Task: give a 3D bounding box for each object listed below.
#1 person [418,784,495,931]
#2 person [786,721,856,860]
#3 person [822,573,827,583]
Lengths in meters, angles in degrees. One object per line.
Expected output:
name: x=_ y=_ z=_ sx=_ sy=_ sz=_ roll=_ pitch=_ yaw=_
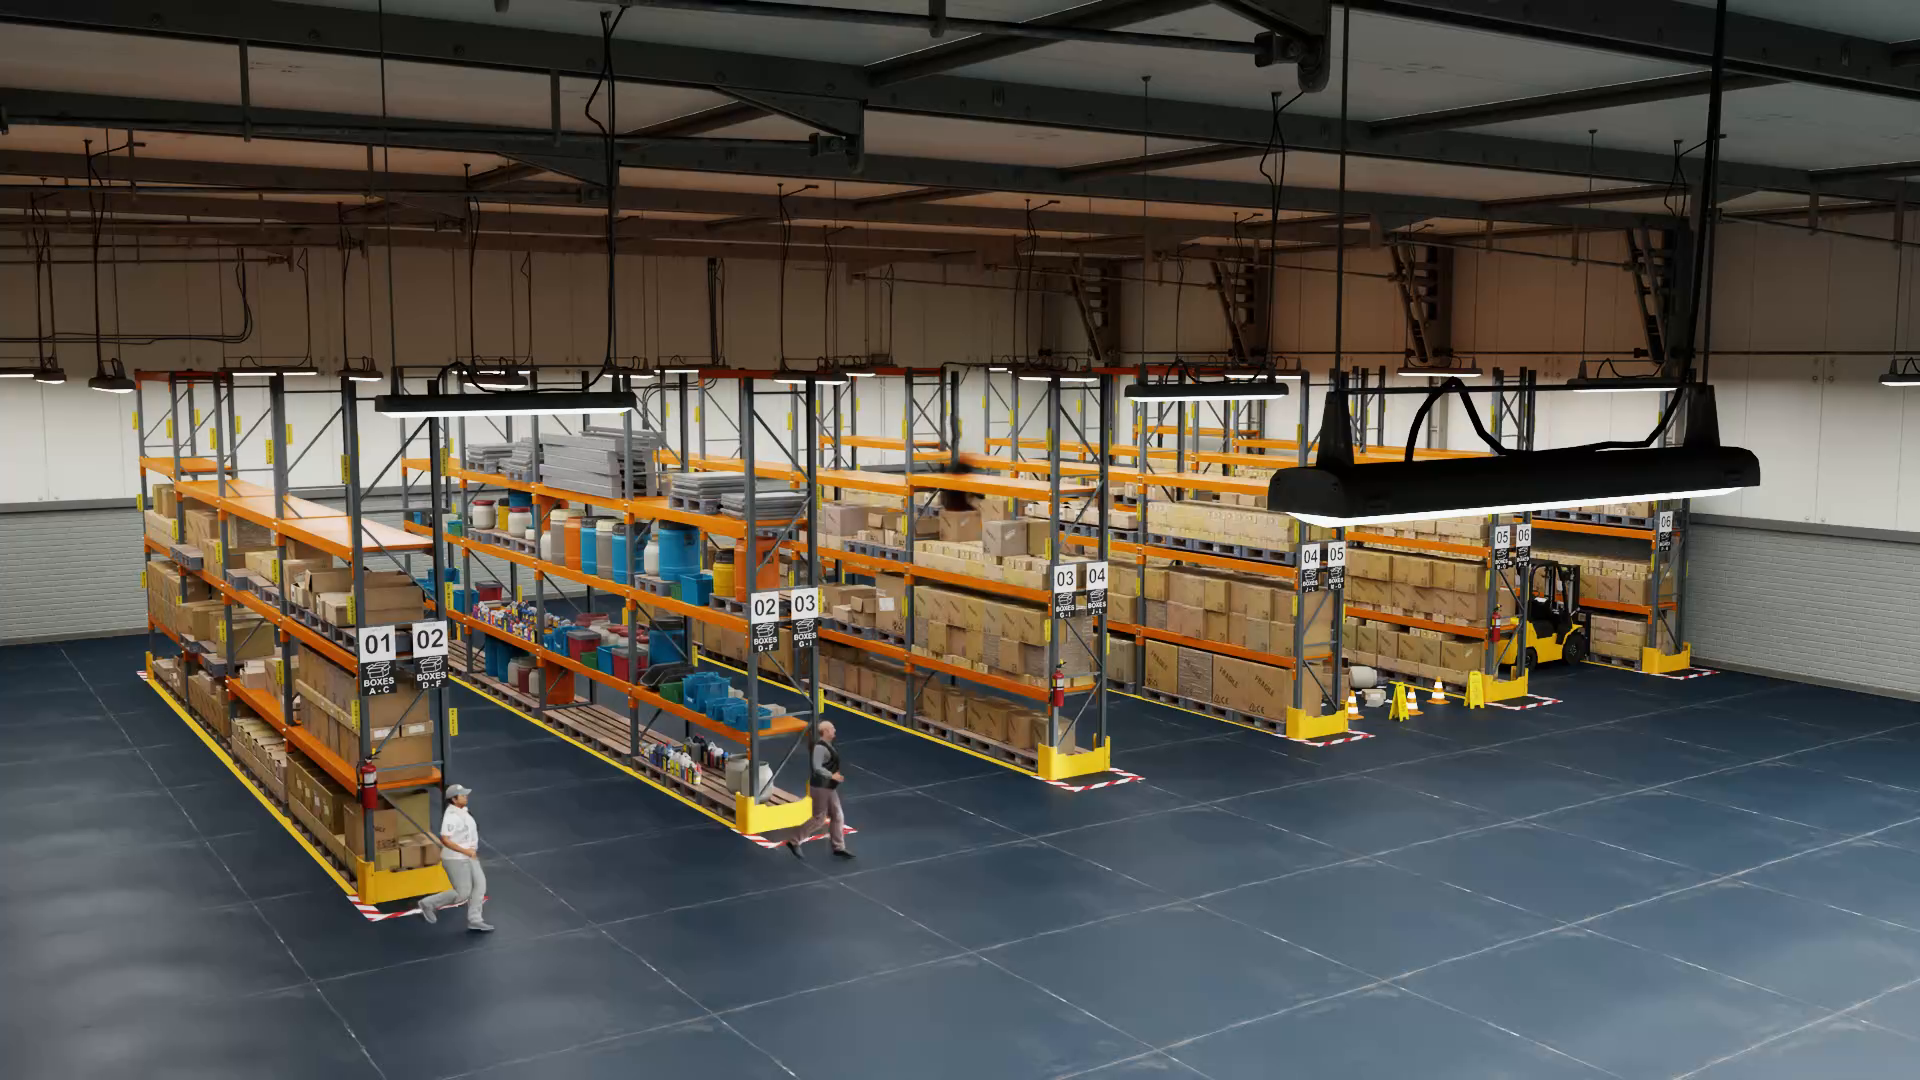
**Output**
person: x=-5.519 y=3.485 z=18.217 sx=0.794 sy=1.649 sz=0.627 roll=-1 pitch=6 yaw=-5
person: x=-1.753 y=3.121 z=20.869 sx=0.882 sy=1.726 sz=0.716 roll=-1 pitch=6 yaw=-6
person: x=-3.014 y=1.407 z=36.403 sx=0.555 sy=1.626 sz=0.556 roll=-5 pitch=8 yaw=-38
